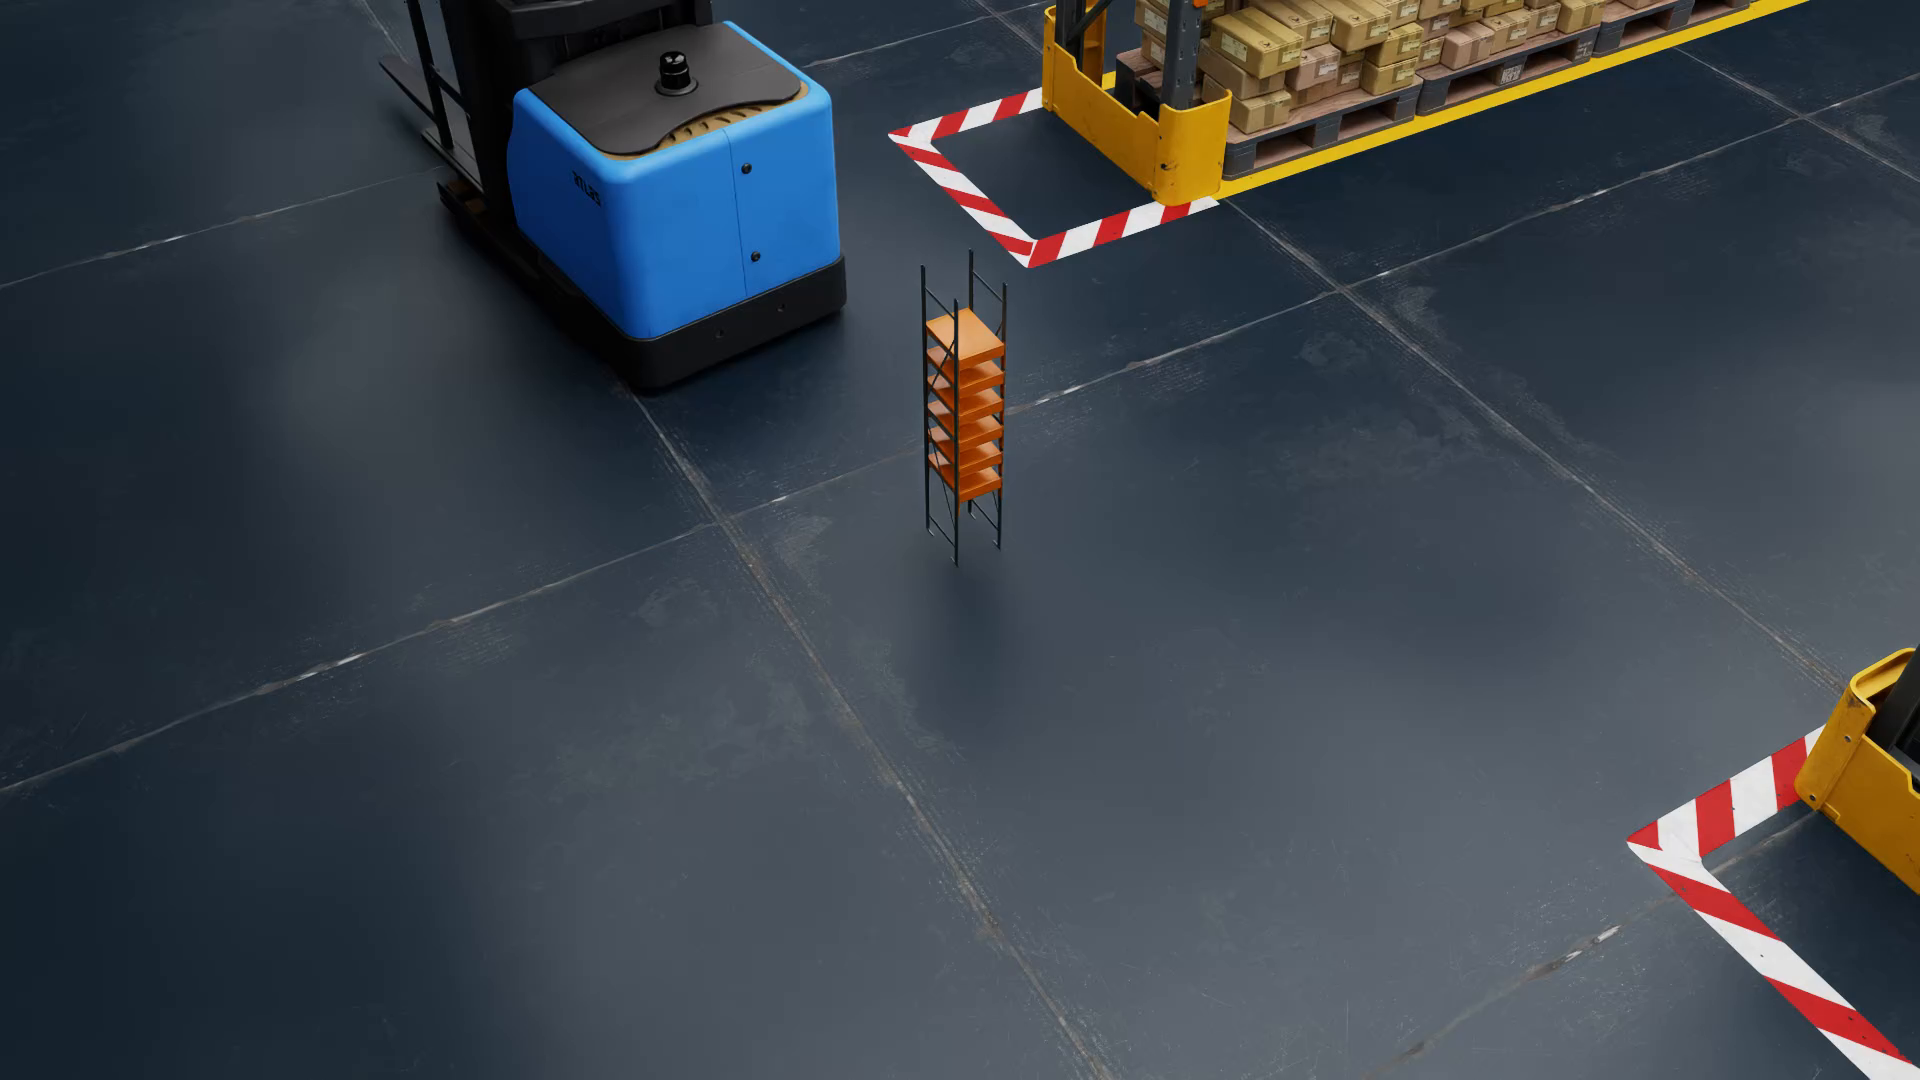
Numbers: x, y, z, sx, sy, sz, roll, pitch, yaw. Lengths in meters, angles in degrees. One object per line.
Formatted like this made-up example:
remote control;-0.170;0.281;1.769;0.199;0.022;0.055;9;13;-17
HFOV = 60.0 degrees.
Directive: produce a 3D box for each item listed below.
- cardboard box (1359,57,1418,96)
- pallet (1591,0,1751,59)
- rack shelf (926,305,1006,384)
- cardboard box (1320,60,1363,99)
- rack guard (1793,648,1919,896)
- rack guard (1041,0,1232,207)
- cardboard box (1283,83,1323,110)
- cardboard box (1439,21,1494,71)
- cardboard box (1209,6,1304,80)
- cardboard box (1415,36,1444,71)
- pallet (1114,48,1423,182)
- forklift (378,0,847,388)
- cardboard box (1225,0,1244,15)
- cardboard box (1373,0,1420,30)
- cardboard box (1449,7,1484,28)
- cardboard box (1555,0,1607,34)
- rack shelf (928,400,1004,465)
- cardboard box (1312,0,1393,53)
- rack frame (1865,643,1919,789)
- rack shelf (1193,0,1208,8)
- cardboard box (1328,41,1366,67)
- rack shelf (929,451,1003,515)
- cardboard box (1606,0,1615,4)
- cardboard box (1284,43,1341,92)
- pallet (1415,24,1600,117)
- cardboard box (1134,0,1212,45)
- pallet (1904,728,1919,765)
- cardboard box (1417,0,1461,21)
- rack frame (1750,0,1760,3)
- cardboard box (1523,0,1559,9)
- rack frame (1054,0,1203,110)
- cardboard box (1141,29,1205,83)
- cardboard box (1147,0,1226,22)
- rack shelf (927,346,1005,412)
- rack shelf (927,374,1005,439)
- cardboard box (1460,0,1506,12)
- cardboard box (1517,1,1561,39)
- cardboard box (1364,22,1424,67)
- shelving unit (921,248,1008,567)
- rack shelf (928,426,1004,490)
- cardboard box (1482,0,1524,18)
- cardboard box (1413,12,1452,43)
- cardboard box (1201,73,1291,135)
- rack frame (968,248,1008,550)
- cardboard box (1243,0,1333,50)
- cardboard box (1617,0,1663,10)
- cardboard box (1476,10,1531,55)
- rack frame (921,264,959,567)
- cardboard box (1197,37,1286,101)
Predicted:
cardboard box;2.058;-2.394;8.308;0.250;0.149;0.380;-21;48;-20
pallet;3.673;-3.157;9.352;1.213;0.211;1.003;-22;48;-21
rack shelf;0.013;-0.662;5.618;0.180;0.103;0.258;-22;48;-21
cardboard box;1.781;-2.371;8.285;0.250;0.149;0.380;-21;48;-21
rack guard;3.132;0.911;4.952;0.348;0.500;1.175;-22;48;-21
rack guard;0.835;-2.154;8.110;0.348;0.500;1.175;-22;48;-21
cardboard box;1.569;-2.281;8.192;0.250;0.149;0.380;-22;48;-21
cardboard box;2.491;-2.573;8.493;0.250;0.149;0.380;-24;49;-23
cardboard box;1.393;-2.342;7.828;0.250;0.149;0.380;-24;49;-23
cardboard box;2.231;-2.540;8.458;0.250;0.149;0.380;-22;48;-21
pallet;1.557;-2.311;8.479;1.213;0.211;1.003;-22;48;-21
forklift;-1.781;-2.650;6.877;1.130;2.935;3.031;-28;51;-26
cardboard box;1.349;-2.755;8.253;0.250;0.149;0.380;-21;48;-20
cardboard box;2.028;-2.656;8.152;0.250;0.149;0.380;-24;49;-23
cardboard box;2.459;-2.777;8.489;0.250;0.149;0.380;-19;47;-19
cardboard box;3.170;-2.839;8.767;0.250;0.149;0.380;-22;48;-21
rack shelf;0.013;-0.404;5.868;0.180;0.103;0.258;-22;48;-21
cardboard box;1.854;-2.520;8.012;0.250;0.149;0.380;-22;48;-21
rack frame;3.153;0.006;4.090;0.127;3.000;1.000;-22;48;-21
rack shelf;2.504;-3.460;8.178;4.000;0.370;1.077;-22;48;-21
cardboard box;1.785;-2.485;8.188;0.250;0.149;0.380;-21;48;-20
rack shelf;0.013;-0.231;6.035;0.180;0.103;0.258;-22;48;-21
cardboard box;3.315;-3.010;8.943;0.250;0.149;0.380;-23;49;-22
cardboard box;1.617;-2.346;8.046;0.250;0.149;0.380;-22;48;-21
pallet;2.614;-2.731;8.912;1.213;0.211;1.003;-22;48;-21
cardboard box;1.085;-2.614;8.322;0.250;0.149;0.380;-23;49;-22
pallet;3.807;0.682;5.396;1.213;0.211;1.003;-22;48;-21
cardboard box;2.273;-2.747;8.245;0.250;0.149;0.380;-20;48;-19
rack frame;4.238;-4.412;8.642;0.127;3.000;1.000;-22;48;-21
cardboard box;2.951;-2.931;8.649;0.250;0.149;0.380;-24;49;-23
rack frame;0.769;-3.024;7.212;0.127;3.000;1.000;-22;48;-21
cardboard box;1.122;-2.461;8.377;0.250;0.149;0.380;-21;48;-20
cardboard box;1.102;-2.702;8.199;0.250;0.149;0.380;-21;48;-20
rack shelf;0.013;-0.576;5.701;0.180;0.103;0.258;-22;48;-21
rack shelf;0.013;-0.490;5.785;0.180;0.103;0.258;-22;48;-21
cardboard box;2.524;-2.811;8.311;0.250;0.149;0.380;-21;48;-20
cardboard box;2.910;-2.789;8.715;0.250;0.149;0.380;-21;48;-20
cardboard box;2.062;-2.508;8.213;0.250;0.149;0.380;-20;48;-20
shelving unit;0.013;-0.436;5.837;0.189;1.200;0.258;-22;48;-21
rack shelf;0.013;-0.318;5.952;0.180;0.103;0.258;-22;48;-21
cardboard box;2.698;-2.865;8.580;0.250;0.149;0.380;-20;47;-19
cardboard box;2.245;-2.658;8.367;0.250;0.149;0.380;-24;49;-23
cardboard box;1.383;-2.140;8.047;0.250;0.149;0.380;-21;48;-20
rack frame;0.092;-0.467;5.870;0.006;1.200;0.240;-22;48;-21
cardboard box;1.572;-2.510;8.001;0.250;0.149;0.380;-21;48;-20
cardboard box;3.603;-3.028;8.961;0.250;0.149;0.380;-23;49;-22
cardboard box;2.718;-2.685;8.609;0.250;0.149;0.380;-22;48;-21
rack frame;-0.067;-0.404;5.805;0.006;1.200;0.240;-22;48;-21
cardboard box;1.352;-2.285;7.983;0.250;0.149;0.380;-20;48;-19
